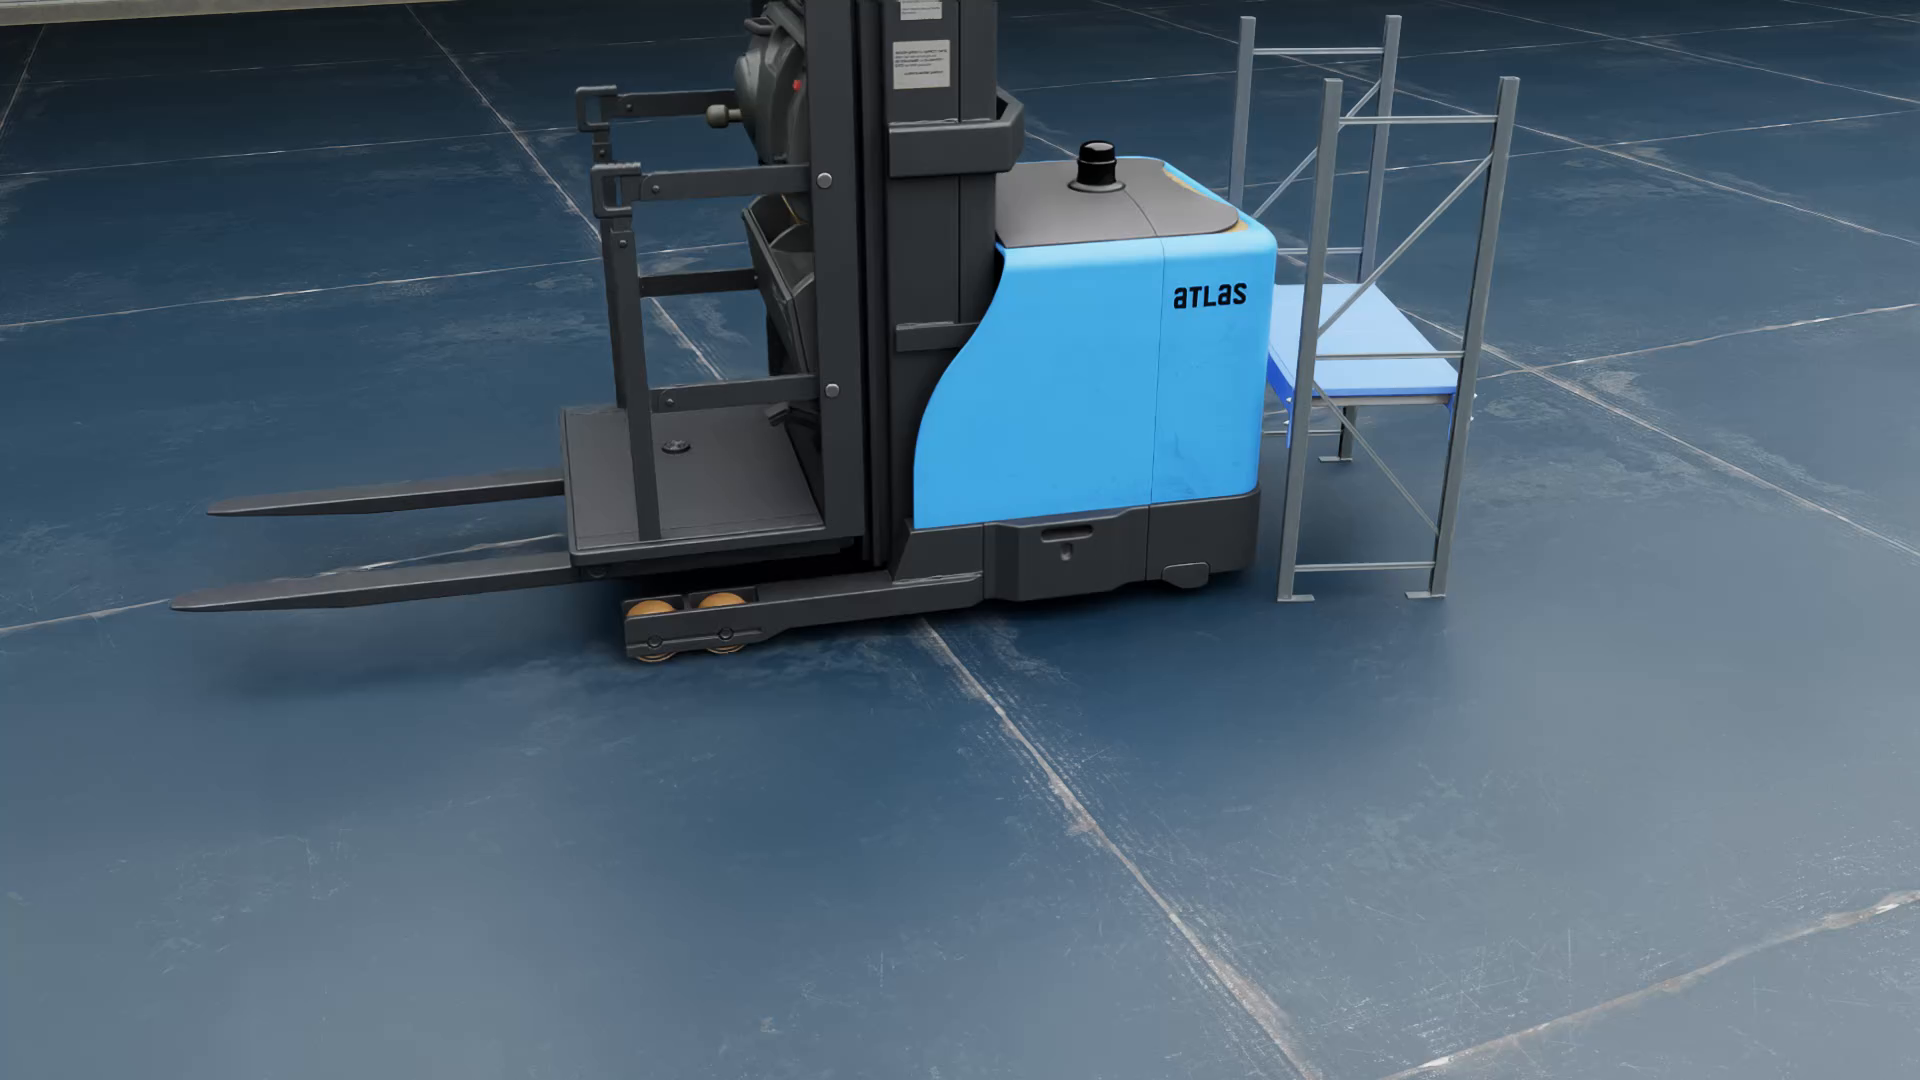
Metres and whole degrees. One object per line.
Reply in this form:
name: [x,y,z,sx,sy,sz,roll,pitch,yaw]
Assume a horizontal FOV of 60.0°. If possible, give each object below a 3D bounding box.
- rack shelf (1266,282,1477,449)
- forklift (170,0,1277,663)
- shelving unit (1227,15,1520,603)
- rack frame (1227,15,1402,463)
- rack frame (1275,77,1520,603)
rack shelf: [1.149,-0.563,5.105,0.538,0.185,1.000,-1,26,-3]
forklift: [-0.689,-1.237,4.443,3.031,2.935,1.130,-6,27,-12]
shelving unit: [1.149,-0.725,5.026,0.538,1.500,1.048,-1,26,-3]
rack frame: [1.119,-0.948,5.482,0.500,1.500,0.032,-1,26,-3]
rack frame: [1.178,-0.502,4.570,0.500,1.500,0.032,-1,26,-3]
